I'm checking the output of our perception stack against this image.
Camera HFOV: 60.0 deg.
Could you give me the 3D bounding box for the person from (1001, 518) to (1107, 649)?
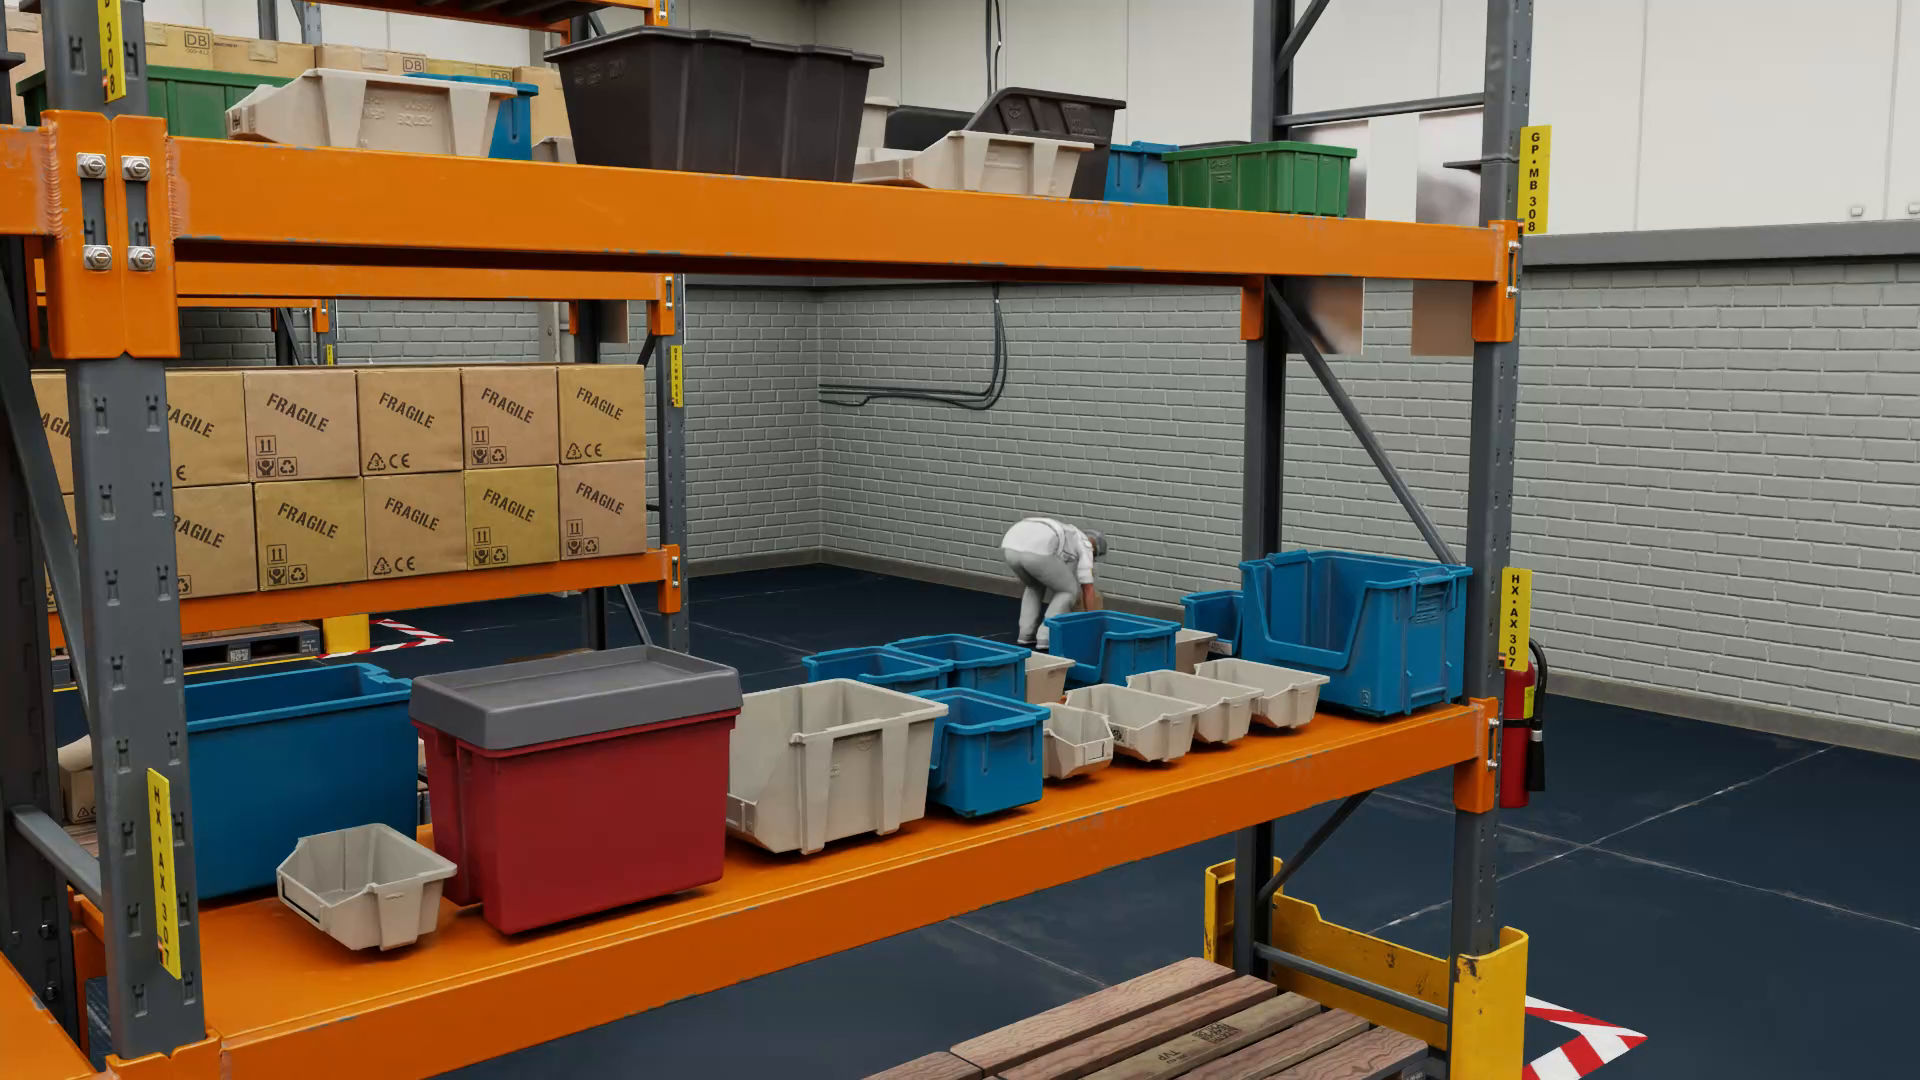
[{"bbox_3d":[0.779,0.315,13.176,1.030,1.020,0.516,-7,10,-44],"label":"person"}]
